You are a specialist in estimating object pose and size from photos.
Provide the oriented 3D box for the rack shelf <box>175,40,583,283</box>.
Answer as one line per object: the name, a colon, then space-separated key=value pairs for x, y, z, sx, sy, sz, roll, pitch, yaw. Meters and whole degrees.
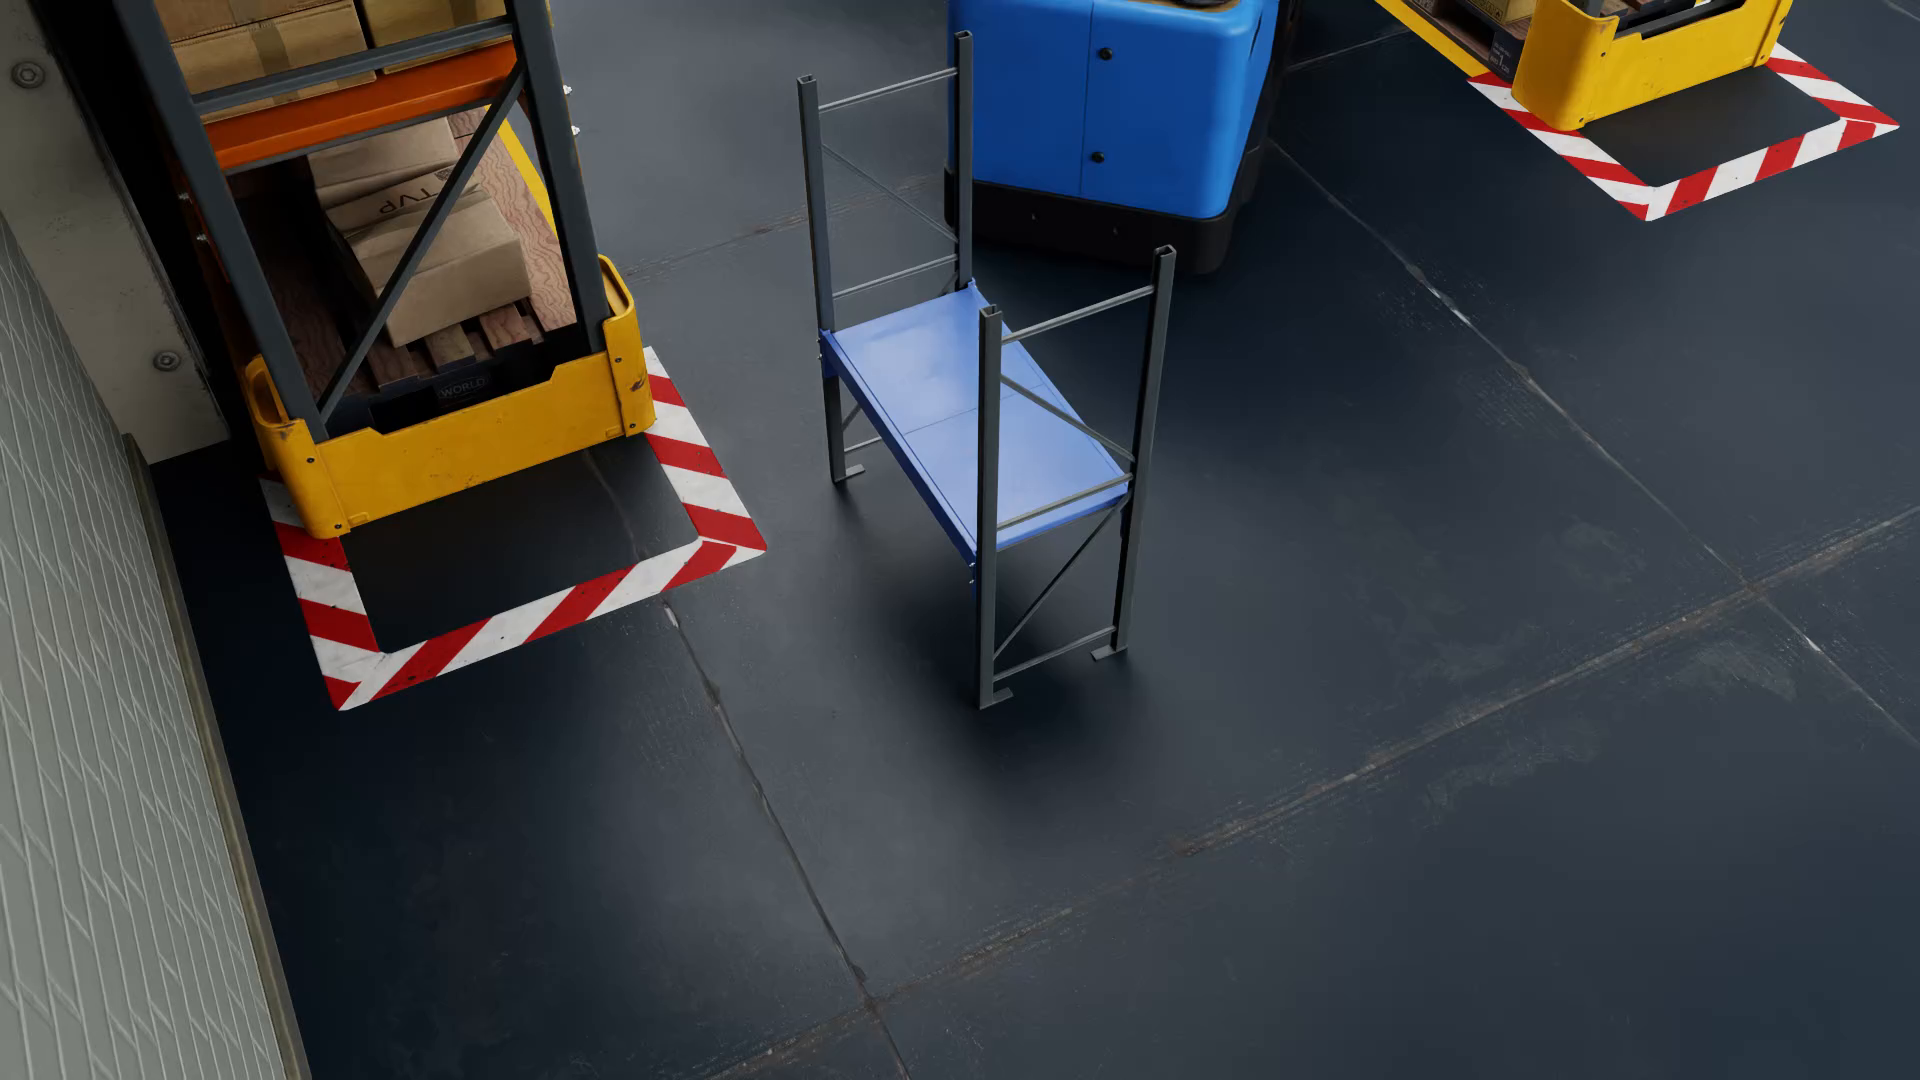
rack shelf: x=-2.483 y=-2.339 z=5.781 sx=1.077 sy=0.370 sz=4.000 roll=-21 pitch=52 yaw=-18

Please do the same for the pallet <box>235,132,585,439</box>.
pallet: x=-1.942 y=-0.926 z=5.920 sx=1.003 sy=0.211 sz=1.213 roll=-21 pitch=52 yaw=-18

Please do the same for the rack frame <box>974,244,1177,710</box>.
rack frame: x=0.272 y=-0.096 z=4.338 sx=0.500 sy=1.500 sz=0.032 roll=-21 pitch=52 yaw=-18

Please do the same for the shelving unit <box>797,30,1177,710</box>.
shelving unit: x=0.039 y=-0.437 z=4.636 sx=0.538 sy=1.500 sz=1.048 roll=-21 pitch=52 yaw=-18

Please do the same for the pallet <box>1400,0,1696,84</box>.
pallet: x=2.448 y=-2.526 z=7.319 sx=1.003 sy=0.211 sz=1.213 roll=-21 pitch=52 yaw=-18

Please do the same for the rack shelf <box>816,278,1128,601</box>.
rack shelf: x=0.039 y=-0.318 z=4.771 sx=0.538 sy=0.185 sz=1.000 roll=-21 pitch=52 yaw=-18

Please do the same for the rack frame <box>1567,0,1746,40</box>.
rack frame: x=2.836 y=-2.946 z=5.834 sx=1.000 sy=3.000 sz=0.127 roll=-21 pitch=52 yaw=-18

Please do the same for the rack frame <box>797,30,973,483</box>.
rack frame: x=-0.194 y=-0.777 z=4.933 sx=0.500 sy=1.500 sz=0.032 roll=-21 pitch=52 yaw=-18

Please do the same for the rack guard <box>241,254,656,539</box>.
rack guard: x=-1.602 y=-0.466 z=5.325 sx=1.175 sy=0.500 sz=0.348 roll=-21 pitch=52 yaw=-18

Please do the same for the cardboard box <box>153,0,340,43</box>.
cardboard box: x=-1.972 y=-1.684 z=4.318 sx=0.500 sy=0.500 sz=0.500 roll=-22 pitch=52 yaw=-18

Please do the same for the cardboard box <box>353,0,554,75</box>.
cardboard box: x=-1.508 y=-1.631 z=4.770 sx=0.500 sy=0.250 sz=0.500 roll=-23 pitch=53 yaw=-19

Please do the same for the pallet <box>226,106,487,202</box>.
pallet: x=-2.497 y=-1.742 z=6.633 sx=1.003 sy=0.211 sz=1.213 roll=-21 pitch=52 yaw=-18

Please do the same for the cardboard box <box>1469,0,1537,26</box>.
cardboard box: x=2.327 y=-2.437 z=6.936 sx=0.500 sy=0.250 sz=0.500 roll=-21 pitch=52 yaw=-18

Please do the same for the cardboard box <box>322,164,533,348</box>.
cardboard box: x=-1.804 y=-0.991 z=5.618 sx=0.500 sy=0.311 sz=0.500 roll=-27 pitch=54 yaw=-21

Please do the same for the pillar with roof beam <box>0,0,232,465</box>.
pillar with roof beam: x=1.171 y=-4.866 z=3.528 sx=9.100 sy=9.000 sz=0.400 roll=-21 pitch=52 yaw=-18

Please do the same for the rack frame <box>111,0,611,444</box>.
rack frame: x=-1.567 y=-1.238 z=4.340 sx=1.000 sy=3.000 sz=0.127 roll=-21 pitch=52 yaw=-18

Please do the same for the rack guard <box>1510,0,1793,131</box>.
rack guard: x=2.847 y=-2.107 z=6.761 sx=1.175 sy=0.500 sz=0.348 roll=-21 pitch=52 yaw=-18

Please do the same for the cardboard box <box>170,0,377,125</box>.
cardboard box: x=-1.954 y=-1.441 z=4.604 sx=0.500 sy=0.250 sz=0.500 roll=-20 pitch=52 yaw=-17

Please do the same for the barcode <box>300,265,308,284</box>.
barcode: x=-2.168 y=-0.869 z=5.505 sx=0.001 sy=0.075 sz=0.075 roll=-21 pitch=52 yaw=-18

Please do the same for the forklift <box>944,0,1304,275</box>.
forklift: x=0.841 y=-3.058 z=5.978 sx=1.130 sy=2.935 sz=3.031 roll=12 pitch=50 yaw=11

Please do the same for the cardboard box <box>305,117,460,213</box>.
cardboard box: x=-2.065 y=-1.373 z=5.952 sx=0.500 sy=0.311 sz=0.500 roll=-17 pitch=51 yaw=-15
